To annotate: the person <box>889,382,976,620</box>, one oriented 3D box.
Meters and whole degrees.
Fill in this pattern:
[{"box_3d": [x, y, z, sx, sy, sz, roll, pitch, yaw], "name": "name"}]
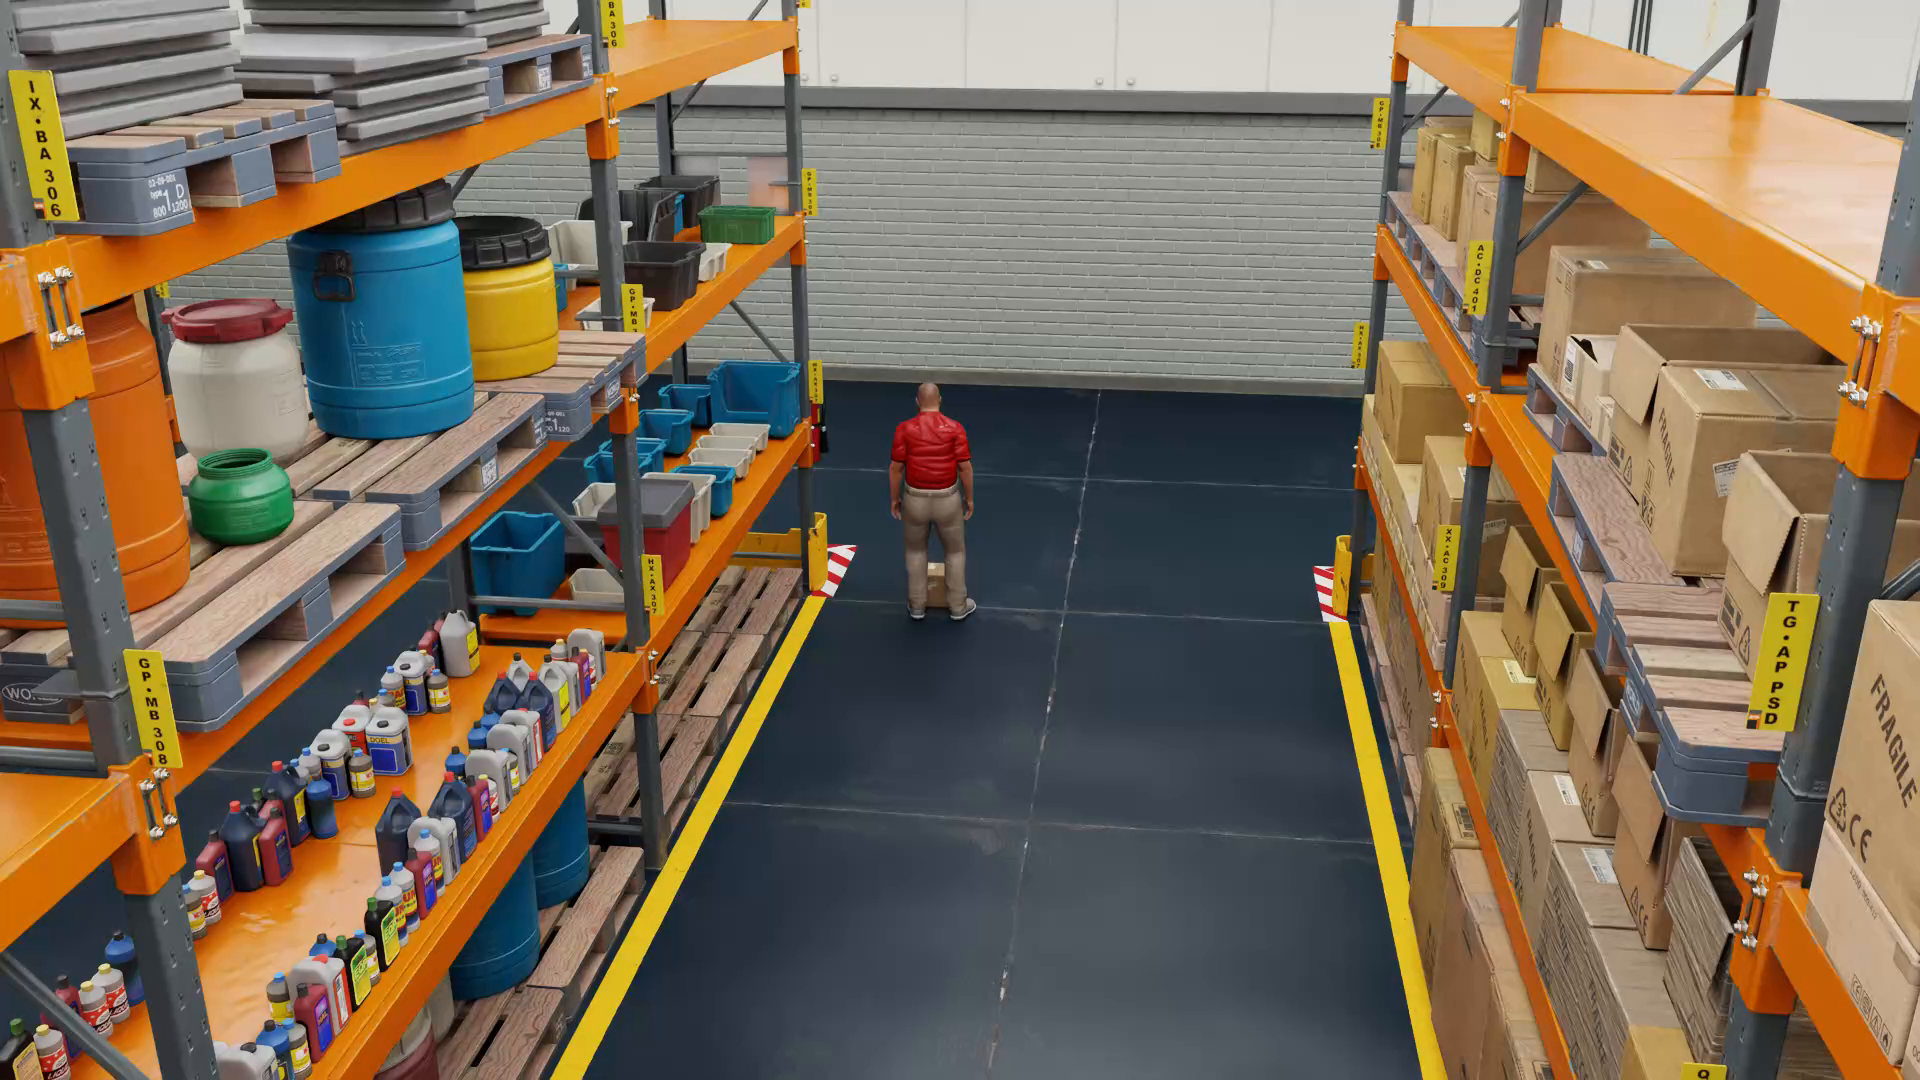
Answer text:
[{"box_3d": [-0.193, -0.268, 11.799, 0.606, 1.727, 0.388, 1, 21, 3], "name": "person"}]
